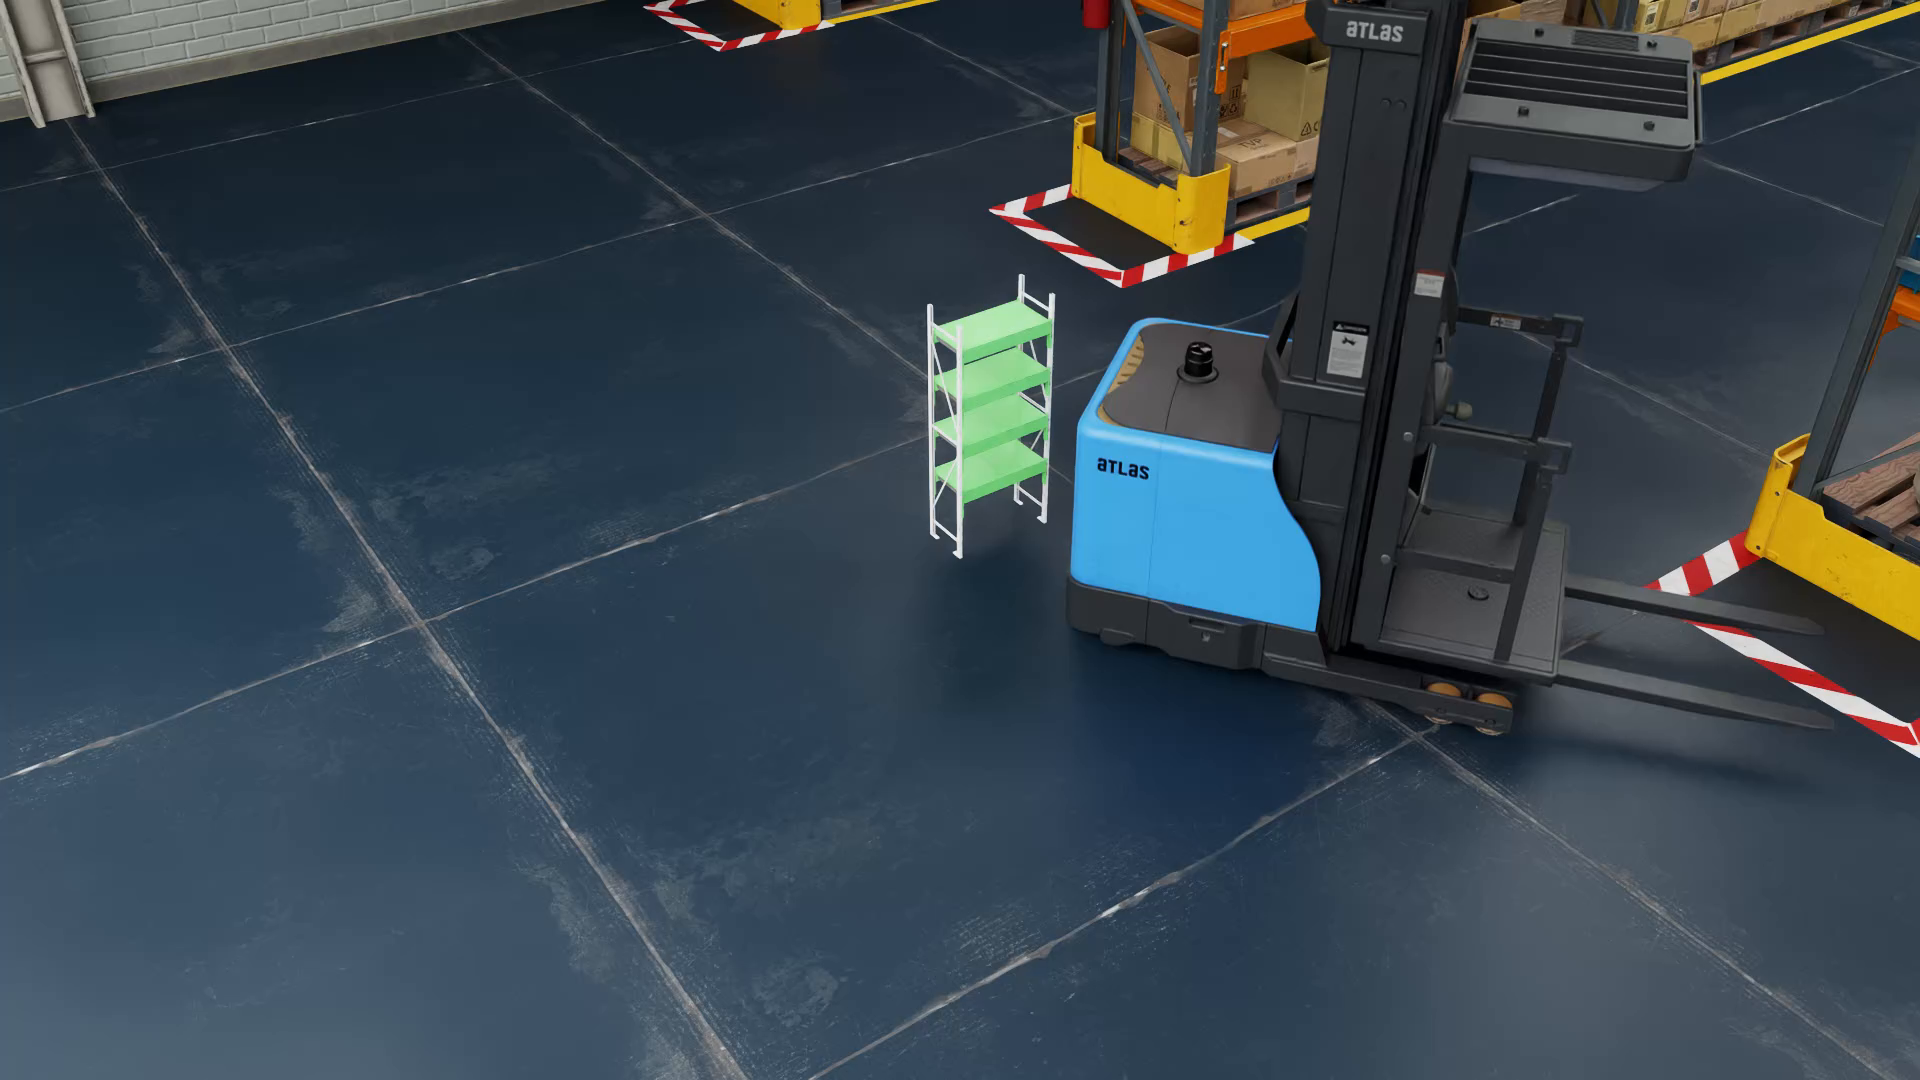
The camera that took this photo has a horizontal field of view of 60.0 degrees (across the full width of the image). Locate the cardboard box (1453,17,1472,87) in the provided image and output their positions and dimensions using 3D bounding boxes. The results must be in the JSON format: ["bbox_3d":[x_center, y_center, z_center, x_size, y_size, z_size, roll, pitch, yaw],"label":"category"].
[{"bbox_3d":[2.996,-3.229,11.023,0.500,0.500,0.500,-22,41,-28],"label":"cardboard box"}]

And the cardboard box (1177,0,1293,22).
[{"bbox_3d":[1.591,-3.484,9.940,0.500,0.500,0.700,-22,41,-28],"label":"cardboard box"}]

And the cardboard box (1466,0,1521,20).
[{"bbox_3d":[3.397,-3.404,11.267,0.500,0.500,0.500,-22,41,-28],"label":"cardboard box"}]

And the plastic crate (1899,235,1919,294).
[{"bbox_3d":[4.289,-1.178,6.947,0.616,0.251,0.499,-22,41,-28],"label":"plastic crate"}]

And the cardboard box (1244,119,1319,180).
[{"bbox_3d":[2.175,-2.591,10.779,0.500,0.250,0.500,-22,41,-28],"label":"cardboard box"}]

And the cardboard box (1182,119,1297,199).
[{"bbox_3d":[1.769,-2.421,10.543,0.500,0.250,0.500,-22,41,-28],"label":"cardboard box"}]

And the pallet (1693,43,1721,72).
[{"bbox_3d":[5.051,-3.773,12.815,1.213,0.211,1.003,-22,41,-28],"label":"pallet"}]

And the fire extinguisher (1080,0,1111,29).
[{"bbox_3d":[0.838,-3.443,10.035,0.183,0.674,0.296,-22,41,-28],"label":"fire extinguisher"}]

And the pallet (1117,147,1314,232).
[{"bbox_3d":[1.803,-2.438,10.959,1.213,0.211,1.003,-22,41,-28],"label":"pallet"}]

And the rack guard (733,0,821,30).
[{"bbox_3d":[-1.593,-4.666,13.810,0.348,0.500,1.175,-22,41,-28],"label":"rack guard"}]

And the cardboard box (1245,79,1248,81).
[{"bbox_3d":[2.280,-3.011,11.363,0.500,0.250,0.500,-22,41,-28],"label":"cardboard box"}]

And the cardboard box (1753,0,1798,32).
[{"bbox_3d":[6.201,-4.227,13.054,0.500,0.250,0.500,-22,41,-27],"label":"cardboard box"}]

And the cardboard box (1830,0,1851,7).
[{"bbox_3d":[7.032,-4.569,13.530,0.500,0.250,0.500,-23,42,-28],"label":"cardboard box"}]

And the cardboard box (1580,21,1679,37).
[{"bbox_3d":[4.944,-3.710,12.334,0.500,0.250,0.500,-23,42,-29],"label":"cardboard box"}]

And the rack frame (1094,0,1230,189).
[{"bbox_3d":[1.202,-3.293,9.759,0.127,3.000,1.000,-22,41,-28],"label":"rack frame"}]

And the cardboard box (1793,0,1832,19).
[{"bbox_3d":[6.620,-4.402,13.296,0.500,0.250,0.500,-21,41,-27],"label":"cardboard box"}]

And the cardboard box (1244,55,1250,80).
[{"bbox_3d":[2.278,-3.317,11.146,0.500,0.500,0.500,-22,41,-28],"label":"cardboard box"}]

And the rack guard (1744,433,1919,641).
[{"bbox_3d":[4.087,0.039,7.267,0.348,0.500,1.175,-22,41,-28],"label":"rack guard"}]

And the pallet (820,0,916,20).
[{"bbox_3d":[-0.908,-4.806,14.251,1.213,0.211,1.003,-22,41,-28],"label":"pallet"}]

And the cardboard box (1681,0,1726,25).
[{"bbox_3d":[5.365,-4.106,12.405,0.500,0.311,0.500,-23,42,-28],"label":"cardboard box"}]

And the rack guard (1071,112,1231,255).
[{"bbox_3d":[1.182,-2.270,10.478,0.348,0.500,1.175,-22,41,-28],"label":"rack guard"}]

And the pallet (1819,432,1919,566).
[{"bbox_3d":[4.755,-0.114,7.728,1.213,0.211,1.003,-22,41,-28],"label":"pallet"}]

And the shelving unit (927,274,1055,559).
[{"bbox_3d":[0.135,-0.543,7.477,0.503,1.200,0.258,-22,41,-28],"label":"shelving unit"}]

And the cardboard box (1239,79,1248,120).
[{"bbox_3d":[1.872,-2.842,11.128,0.500,0.250,0.500,-22,41,-28],"label":"cardboard box"}]

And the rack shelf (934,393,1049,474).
[{"bbox_3d":[0.135,-0.491,7.514,0.480,0.148,0.258,-22,41,-28],"label":"rack shelf"}]

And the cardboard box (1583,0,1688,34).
[{"bbox_3d":[4.953,-3.940,12.174,0.500,0.311,0.500,-22,41,-28],"label":"cardboard box"}]

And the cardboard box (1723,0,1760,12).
[{"bbox_3d":[5.787,-4.281,12.648,0.500,0.311,0.500,-24,42,-29],"label":"cardboard box"}]

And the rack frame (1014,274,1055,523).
[{"bbox_3d":[0.335,-0.625,7.591,0.015,1.200,0.240,-22,41,-28],"label":"rack frame"}]

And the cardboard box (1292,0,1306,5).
[{"bbox_3d":[2.017,-3.663,10.189,0.500,0.500,0.700,-21,41,-27],"label":"cardboard box"}]

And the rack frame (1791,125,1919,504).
[{"bbox_3d":[4.052,-0.927,6.471,0.127,3.000,1.000,-22,41,-28],"label":"rack frame"}]

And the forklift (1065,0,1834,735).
[{"bbox_3d":[2.026,-0.760,6.297,3.031,2.935,1.130,12,37,16],"label":"forklift"}]

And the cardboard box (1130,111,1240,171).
[{"bbox_3d":[1.470,-2.668,10.886,0.500,0.250,0.500,-22,41,-28],"label":"cardboard box"}]

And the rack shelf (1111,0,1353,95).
[{"bbox_3d":[2.837,-3.673,10.905,4.000,0.370,1.077,-22,41,-28],"label":"rack shelf"}]

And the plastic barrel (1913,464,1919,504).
[{"bbox_3d":[4.546,-0.346,7.433,0.421,0.512,0.421,0,36,0],"label":"plastic barrel"}]

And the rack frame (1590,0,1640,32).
[{"bbox_3d":[4.472,-4.638,11.630,0.127,3.000,1.000,-22,41,-28],"label":"rack frame"}]

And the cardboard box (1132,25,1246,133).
[{"bbox_3d":[1.469,-2.974,10.669,0.500,0.500,0.500,-22,41,-28],"label":"cardboard box"}]

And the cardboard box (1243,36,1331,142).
[{"bbox_3d":[2.176,-2.895,10.559,0.500,0.500,0.500,-22,41,-28],"label":"cardboard box"}]

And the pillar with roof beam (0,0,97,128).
[{"bbox_3d":[-4.005,-4.667,6.532,0.400,9.000,9.100,-22,41,-28],"label":"pillar with roof beam"}]

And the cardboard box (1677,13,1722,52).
[{"bbox_3d":[5.363,-3.881,12.573,0.500,0.250,0.500,-21,41,-27],"label":"cardboard box"}]

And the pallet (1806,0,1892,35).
[{"bbox_3d":[7.046,-4.593,13.956,1.213,0.211,1.003,-22,41,-28],"label":"pallet"}]

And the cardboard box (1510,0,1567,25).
[{"bbox_3d":[3.803,-3.574,11.503,0.500,0.500,0.500,-22,41,-28],"label":"cardboard box"}]

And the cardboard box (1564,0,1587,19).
[{"bbox_3d":[4.638,-4.193,12.526,0.500,0.311,0.500,-22,41,-28],"label":"cardboard box"}]

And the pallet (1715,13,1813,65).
[{"bbox_3d":[6.049,-4.185,13.389,1.213,0.211,1.003,-22,41,-28],"label":"pallet"}]

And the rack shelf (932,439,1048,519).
[{"bbox_3d":[0.135,-0.296,7.655,0.480,0.148,0.258,-22,41,-28],"label":"rack shelf"}]

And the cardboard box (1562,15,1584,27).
[{"bbox_3d":[4.644,-3.970,12.697,0.500,0.250,0.500,-23,42,-28],"label":"cardboard box"}]

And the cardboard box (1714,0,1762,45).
[{"bbox_3d":[5.784,-4.057,12.817,0.500,0.250,0.500,-24,42,-29],"label":"cardboard box"}]

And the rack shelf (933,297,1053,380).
[{"bbox_3d":[0.135,-0.881,7.234,0.480,0.148,0.258,-22,41,-28],"label":"rack shelf"}]

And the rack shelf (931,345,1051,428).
[{"bbox_3d":[0.135,-0.686,7.374,0.480,0.148,0.258,-22,41,-28],"label":"rack shelf"}]

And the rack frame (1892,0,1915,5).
[{"bbox_3d":[7.741,-5.984,13.501,0.127,3.000,1.000,-22,41,-28],"label":"rack frame"}]

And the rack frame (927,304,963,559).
[{"bbox_3d":[-0.064,-0.461,7.363,0.015,1.200,0.240,-22,41,-28],"label":"rack frame"}]

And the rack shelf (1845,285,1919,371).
[{"bbox_3d":[5.687,-1.308,7.616,4.000,0.370,1.077,-22,41,-28],"label":"rack shelf"}]
